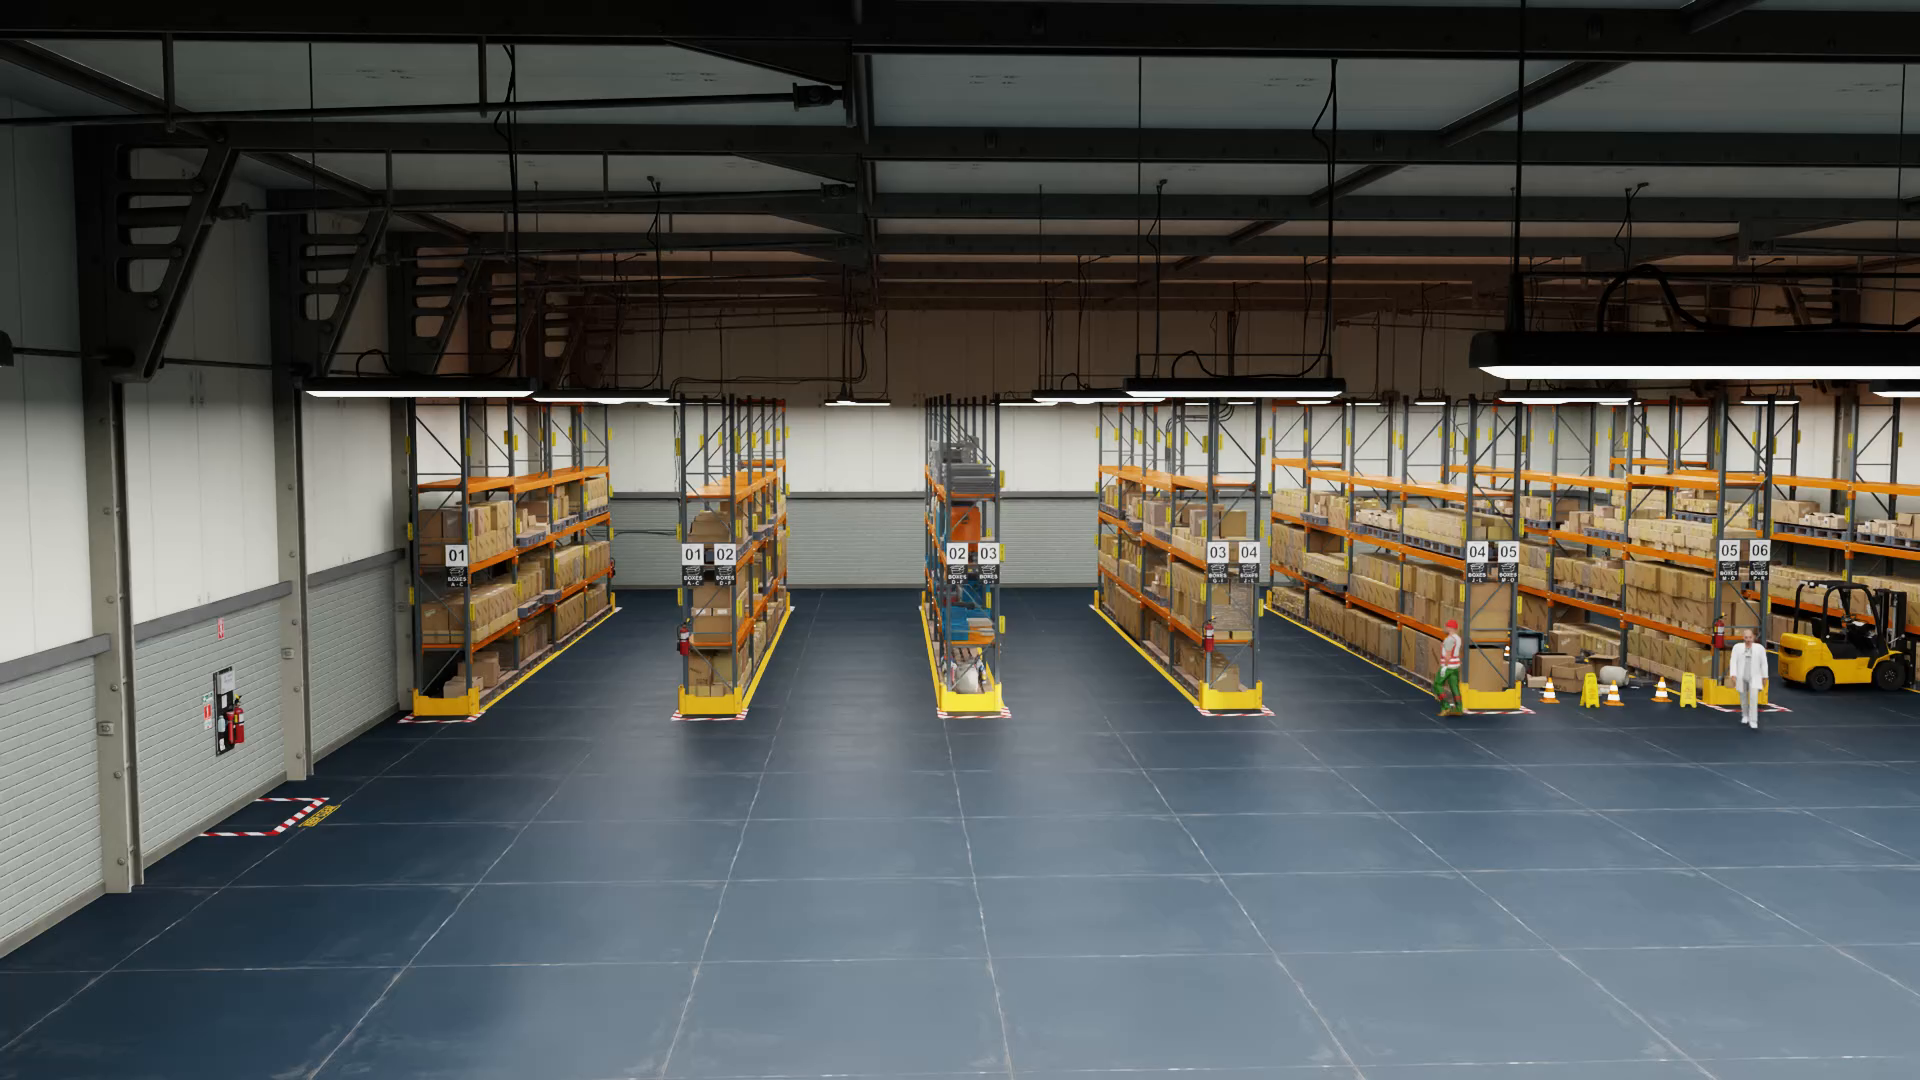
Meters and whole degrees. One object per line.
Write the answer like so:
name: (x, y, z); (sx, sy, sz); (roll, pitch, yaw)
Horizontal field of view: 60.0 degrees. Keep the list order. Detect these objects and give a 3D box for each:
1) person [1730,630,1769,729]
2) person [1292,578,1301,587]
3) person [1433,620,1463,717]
person: (14.129, 2.475, 29.810); (0.617, 1.735, 1.065); (3, 5, 34)
person: (10.289, 0.907, 50.415); (0.675, 1.635, 0.454); (-4, 6, -42)
person: (9.133, 2.386, 30.972); (0.499, 1.794, 0.585); (4, 6, 44)
